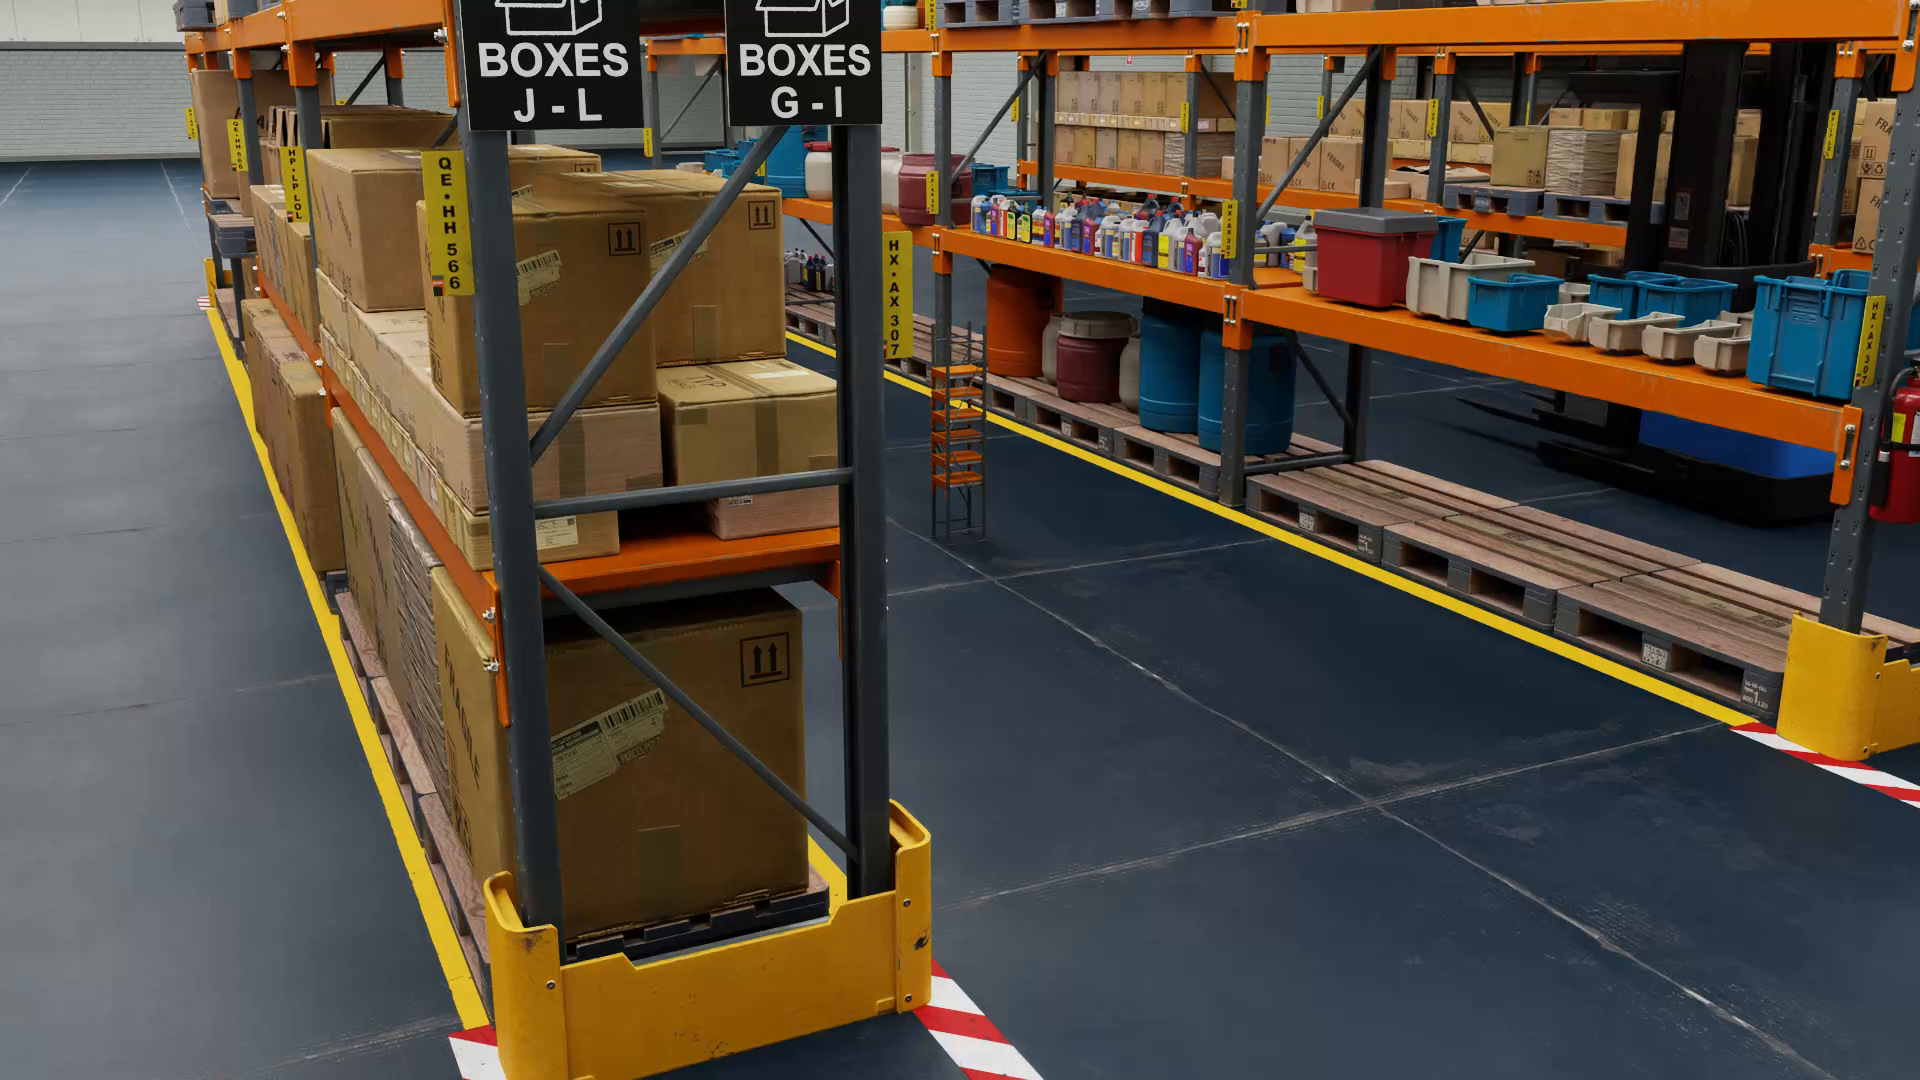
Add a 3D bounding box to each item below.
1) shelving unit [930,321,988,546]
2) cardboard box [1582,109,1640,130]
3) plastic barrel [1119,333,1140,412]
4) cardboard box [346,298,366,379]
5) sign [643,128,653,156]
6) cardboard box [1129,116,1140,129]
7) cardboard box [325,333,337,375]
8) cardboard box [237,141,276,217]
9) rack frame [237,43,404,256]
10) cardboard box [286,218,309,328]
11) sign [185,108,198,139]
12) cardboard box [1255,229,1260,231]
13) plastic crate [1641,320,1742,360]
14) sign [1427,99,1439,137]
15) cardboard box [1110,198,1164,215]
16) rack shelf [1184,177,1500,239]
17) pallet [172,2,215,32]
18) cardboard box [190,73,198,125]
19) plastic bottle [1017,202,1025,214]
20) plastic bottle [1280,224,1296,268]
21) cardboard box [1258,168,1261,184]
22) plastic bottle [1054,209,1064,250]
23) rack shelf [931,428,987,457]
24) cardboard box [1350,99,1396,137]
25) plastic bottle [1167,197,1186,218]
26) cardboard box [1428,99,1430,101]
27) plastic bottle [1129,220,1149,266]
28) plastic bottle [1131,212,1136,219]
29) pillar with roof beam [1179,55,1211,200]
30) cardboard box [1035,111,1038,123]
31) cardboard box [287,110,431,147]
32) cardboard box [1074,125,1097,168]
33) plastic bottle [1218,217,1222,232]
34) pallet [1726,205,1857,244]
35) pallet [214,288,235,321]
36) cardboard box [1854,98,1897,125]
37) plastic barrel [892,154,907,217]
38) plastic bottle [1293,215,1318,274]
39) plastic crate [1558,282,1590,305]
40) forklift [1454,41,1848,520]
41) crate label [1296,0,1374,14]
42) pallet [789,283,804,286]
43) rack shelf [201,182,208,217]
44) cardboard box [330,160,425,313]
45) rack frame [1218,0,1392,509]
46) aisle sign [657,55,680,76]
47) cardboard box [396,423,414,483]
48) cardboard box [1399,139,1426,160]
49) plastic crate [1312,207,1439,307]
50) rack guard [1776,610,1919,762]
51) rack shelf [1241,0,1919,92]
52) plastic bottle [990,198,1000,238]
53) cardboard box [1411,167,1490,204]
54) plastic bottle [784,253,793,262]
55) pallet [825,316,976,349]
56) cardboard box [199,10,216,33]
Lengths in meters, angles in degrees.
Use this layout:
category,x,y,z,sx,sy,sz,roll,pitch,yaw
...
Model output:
category,x,y,z,sx,sy,sz,roll,pitch,yaw
shelving unit,-0.006,-0.580,9.098,0.258,1.200,0.189,-8,18,-25
cardboard box,7.861,-4.873,19.816,0.700,0.500,0.500,-6,17,-19
plastic barrel,1.330,-1.172,11.646,0.421,0.512,0.421,0,16,0
cardboard box,-2.007,-0.775,6.247,0.500,0.250,0.500,-7,18,-24
sign,-3.724,-4.746,19.849,0.100,0.325,0.005,-8,18,-25
cardboard box,2.224,-4.938,19.663,0.380,0.149,0.250,-8,18,-25
cardboard box,-2.477,-0.805,7.072,0.380,0.149,0.250,-8,18,-27
cardboard box,-4.782,-2.601,11.935,0.700,0.500,0.500,-5,17,-17
rack frame,-4.175,-2.096,11.117,1.000,3.000,0.127,-8,18,-25
cardboard box,-3.084,-1.359,8.366,0.500,0.500,0.500,-7,17,-23
sign,-8.167,-4.430,17.681,0.100,0.325,0.005,-8,18,-25
cardboard box,3.415,-3.368,18.756,0.500,0.311,0.500,-8,18,-25
plastic crate,3.148,-0.867,7.203,0.396,0.136,0.243,-8,18,-25
sign,4.234,-3.781,14.889,0.100,0.325,0.005,-8,18,-25
cardboard box,2.149,-3.862,20.135,0.500,0.500,0.500,-8,18,-25
rack shelf,3.856,-3.442,17.112,1.077,0.370,4.000,-8,18,-25
pallet,-5.753,-4.273,13.607,1.213,0.211,1.003,-8,18,-25
cardboard box,-7.471,-4.457,16.811,0.500,0.500,0.500,-8,18,-25
plastic bottle,0.460,-2.347,12.224,0.097,0.271,0.097,0,16,0
plastic bottle,2.085,-1.867,10.552,0.097,0.271,0.097,0,16,0
cardboard box,3.184,-3.919,17.924,0.380,0.149,0.250,-8,18,-25
plastic bottle,0.709,-2.168,11.600,0.097,0.271,0.097,0,16,0
rack shelf,-0.006,-0.538,9.110,0.258,0.103,0.180,-8,18,-25
cardboard box,5.825,-5.895,23.231,0.500,0.500,0.500,-8,18,-25
plastic bottle,1.511,-2.215,11.622,0.144,0.351,0.185,-8,18,-25
cardboard box,6.518,-5.828,22.999,0.500,0.500,0.500,-8,18,-26
plastic bottle,1.186,-1.917,10.719,0.152,0.276,0.135,-8,18,-25
plastic bottle,1.272,-2.293,12.164,0.097,0.201,0.097,0,16,0
pillar with roof beam,0.264,-9.657,26.590,9.100,9.000,0.400,-8,18,-25
cardboard box,1.205,-5.512,21.664,0.380,0.149,0.250,-8,18,-25
cardboard box,-3.286,-2.116,9.185,0.797,0.503,0.637,-7,17,-23
cardboard box,1.867,-4.953,20.892,0.700,0.500,0.500,-8,18,-25
plastic bottle,1.764,-2.033,11.124,0.152,0.276,0.135,-8,18,-25
pallet,6.232,-2.419,12.592,1.003,0.211,1.213,-8,18,-25
pallet,-7.322,-2.515,17.631,1.003,0.211,1.213,-8,18,-25
cardboard box,9.163,-4.302,16.687,0.500,0.250,0.500,-7,18,-24
plastic barrel,-0.365,-2.978,13.986,0.421,0.512,0.421,0,16,0
plastic bottle,2.149,-1.815,10.228,0.144,0.351,0.185,-8,18,-25
plastic crate,3.063,-1.209,8.396,0.293,0.136,0.466,-8,18,-25
forklift,4.470,-1.884,10.501,1.130,2.935,3.031,-7,17,-22
crate label,1.984,-2.862,8.824,0.293,0.136,0.466,-8,18,-25
pallet,-2.270,-2.821,18.697,1.003,0.211,1.213,-8,18,-25
rack shelf,-6.804,-3.238,16.400,1.077,0.370,4.000,-8,18,-25
cardboard box,-2.002,-1.134,6.139,0.500,0.500,0.500,-8,18,-27
rack frame,2.030,-1.703,9.746,1.000,3.000,0.127,-8,18,-25
aisle sign,-3.522,-5.910,19.695,0.394,0.787,0.004,-8,18,-25
cardboard box,-1.571,-0.293,5.290,0.380,0.149,0.250,-8,18,-26
cardboard box,6.284,-5.274,22.426,0.500,0.250,0.500,-7,18,-24
plastic crate,2.195,-1.511,8.852,0.402,0.464,0.583,-8,18,-25
rack guard,3.804,0.495,6.619,1.175,0.500,0.348,-8,18,-25
rack shelf,2.906,-2.303,7.703,1.077,0.370,4.000,-8,18,-25
plastic bottle,0.279,-2.405,12.405,0.061,0.283,0.133,-8,18,-25
cardboard box,4.612,-3.345,15.630,0.500,0.311,0.500,-6,17,-21
plastic bottle,-1.943,-3.112,18.798,0.152,0.276,0.135,-8,18,-24
pallet,-0.558,-1.853,15.325,1.003,0.211,1.213,-8,18,-25
cardboard box,-6.362,-4.539,14.464,0.500,0.250,0.500,-7,17,-23
